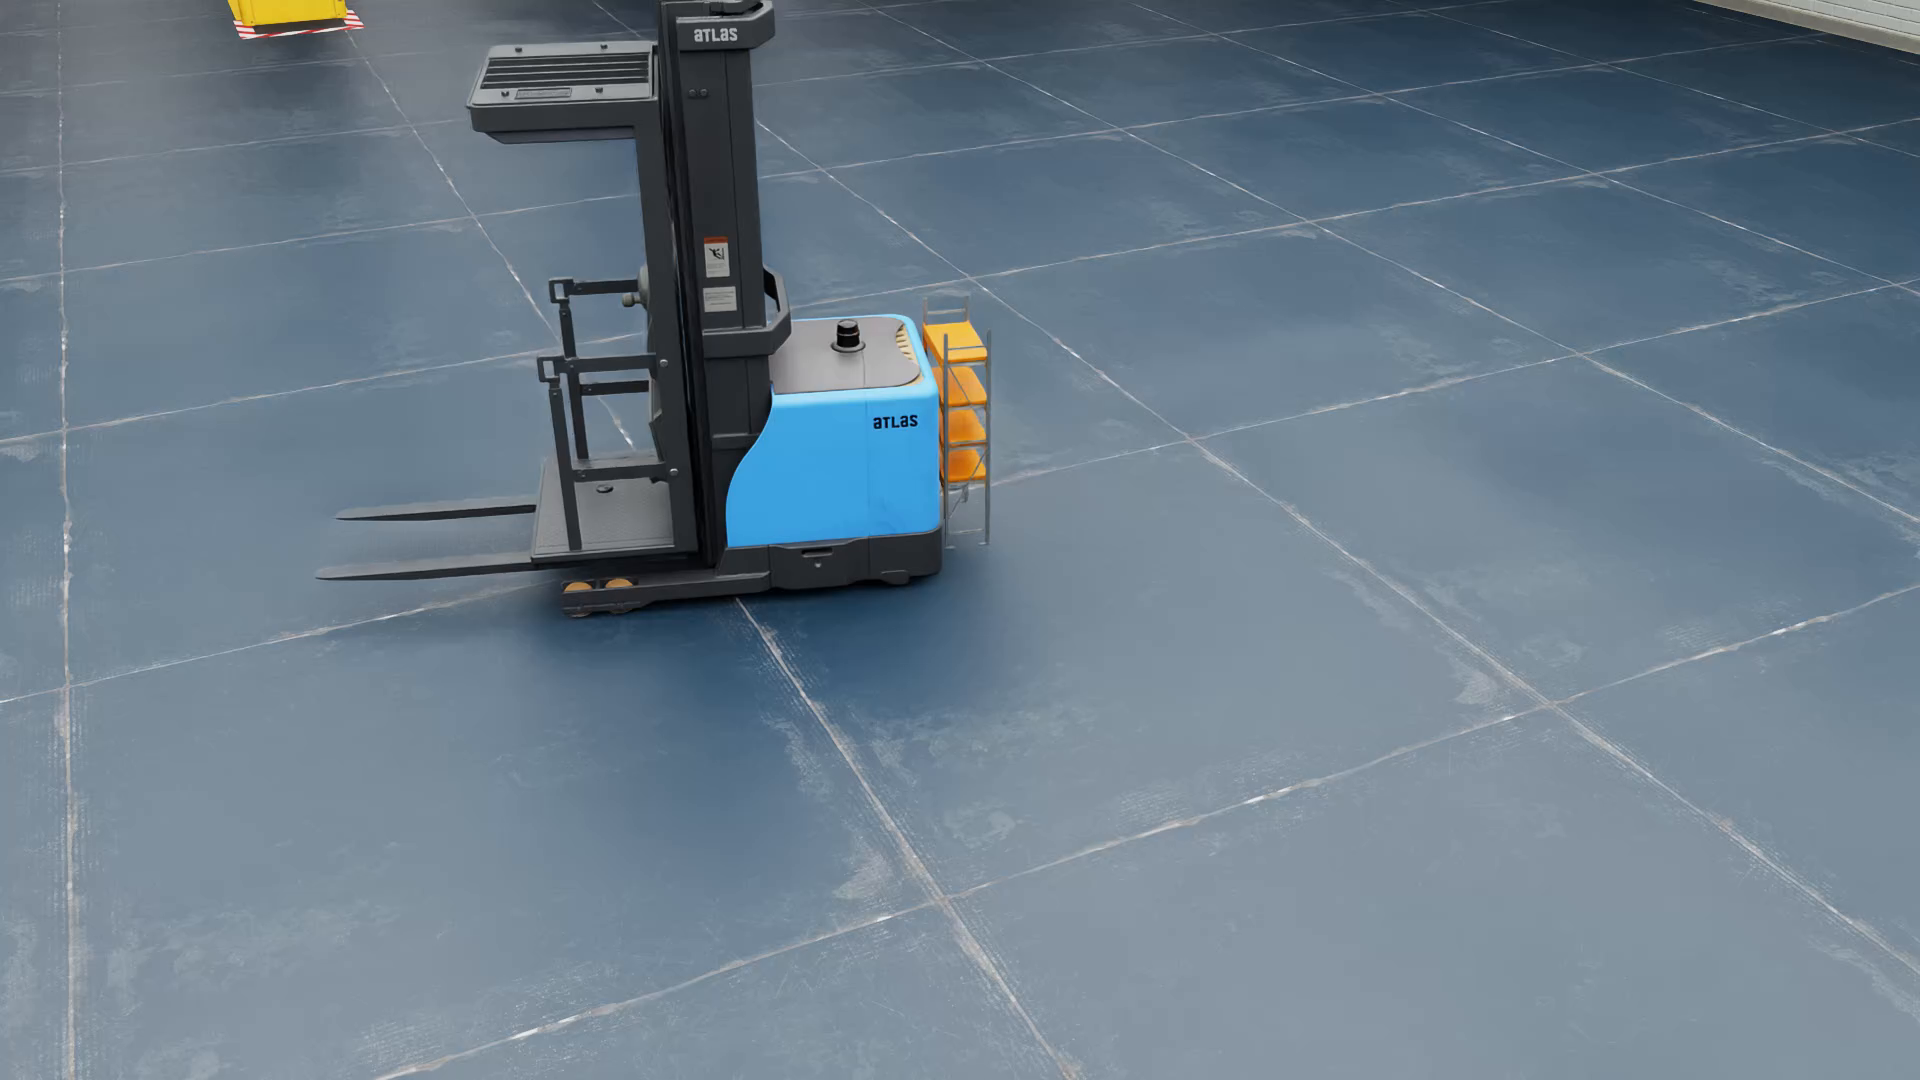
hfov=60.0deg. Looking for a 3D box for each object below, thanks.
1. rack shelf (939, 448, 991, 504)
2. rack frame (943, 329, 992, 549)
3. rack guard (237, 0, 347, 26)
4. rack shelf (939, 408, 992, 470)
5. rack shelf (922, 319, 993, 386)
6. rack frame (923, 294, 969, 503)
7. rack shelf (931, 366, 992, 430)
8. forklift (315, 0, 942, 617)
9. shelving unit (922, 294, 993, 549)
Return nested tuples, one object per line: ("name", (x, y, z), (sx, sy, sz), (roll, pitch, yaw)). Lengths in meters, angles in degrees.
("rack shelf", (-0.018, -0.376, 8.738), (0.258, 0.148, 0.480), (-6, 30, -11))
("rack frame", (0.037, -0.492, 8.400), (0.240, 1.200, 0.015), (-6, 30, -11))
("rack guard", (-7.934, -6.433, 19.711), (1.175, 0.500, 0.348), (-13, 32, -22))
("rack shelf", (-0.018, -0.549, 8.641), (0.258, 0.148, 0.480), (-6, 30, -11))
("rack shelf", (-0.018, -0.951, 8.416), (0.258, 0.148, 0.480), (-6, 30, -11))
("rack frame", (-0.072, -0.724, 8.815), (0.240, 1.200, 0.015), (-6, 30, -11))
("rack shelf", (-0.018, -0.745, 8.531), (0.258, 0.148, 0.480), (-6, 30, -11))
("forklift", (-1.653, -1.183, 7.863), (3.031, 2.935, 1.130), (-5, 30, -8))
("shelving unit", (-0.018, -0.608, 8.608), (0.258, 1.200, 0.503), (-6, 30, -11))
